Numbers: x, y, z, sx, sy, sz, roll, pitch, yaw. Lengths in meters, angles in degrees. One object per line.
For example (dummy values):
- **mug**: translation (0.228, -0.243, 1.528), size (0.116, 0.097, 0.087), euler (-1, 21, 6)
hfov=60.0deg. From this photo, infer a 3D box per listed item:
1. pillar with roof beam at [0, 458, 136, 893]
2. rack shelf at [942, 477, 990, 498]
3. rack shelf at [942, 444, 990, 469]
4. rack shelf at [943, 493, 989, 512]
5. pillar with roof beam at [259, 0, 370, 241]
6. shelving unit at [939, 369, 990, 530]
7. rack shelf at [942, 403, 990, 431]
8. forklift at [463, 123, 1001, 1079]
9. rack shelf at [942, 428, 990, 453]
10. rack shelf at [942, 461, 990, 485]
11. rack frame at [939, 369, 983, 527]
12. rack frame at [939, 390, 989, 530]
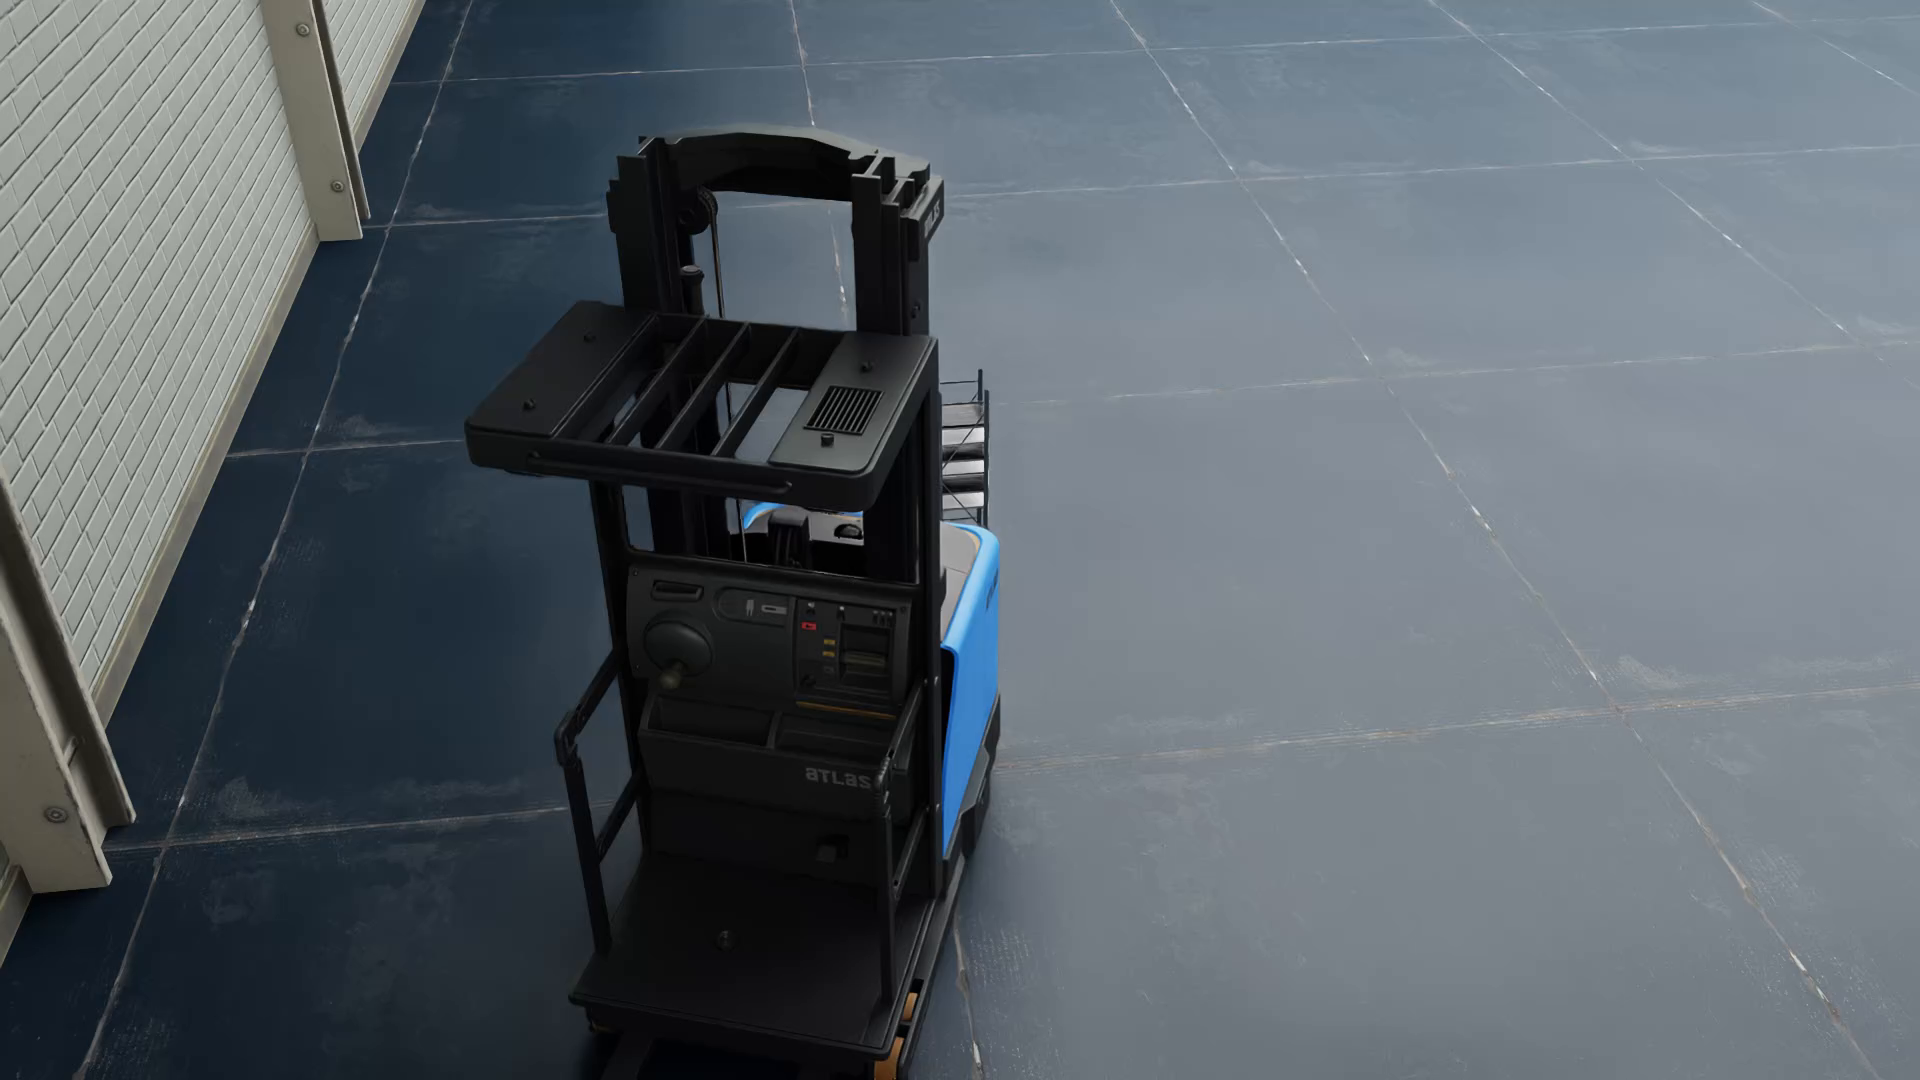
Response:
- **pillar with roof beam**: translation (0.851, -2.828, 4.409), size (9.100, 9.000, 0.400), euler (-4, 35, -6)
- **rack shelf**: translation (0.001, -0.265, 8.059), size (0.258, 0.077, 0.200), euler (-4, 35, -6)
- **rack shelf**: translation (0.001, -0.414, 7.958), size (0.258, 0.077, 0.200), euler (-4, 35, -6)
- **rack shelf**: translation (0.001, -0.191, 8.110), size (0.258, 0.077, 0.200), euler (-4, 35, -6)
- **pillar with roof beam**: translation (0.044, -6.176, 9.322), size (9.100, 9.000, 0.400), euler (-4, 35, -6)
- **shelving unit**: translation (0.001, -0.367, 7.990), size (0.258, 0.900, 0.210), euler (-4, 35, -6)
- **rack shelf**: translation (0.001, -0.563, 7.857), size (0.258, 0.077, 0.200), euler (-4, 35, -6)
- **forklift**: translation (-0.655, 0.378, 5.093), size (1.130, 2.935, 3.031), euler (7, 35, 10)
- **rack shelf**: translation (0.001, -0.489, 7.907), size (0.258, 0.077, 0.200), euler (-4, 35, -6)
- **rack shelf**: translation (0.001, -0.340, 8.009), size (0.258, 0.077, 0.200), euler (-4, 35, -6)
- **rack frame**: translation (-0.013, -0.424, 8.073), size (0.240, 0.900, 0.006), euler (-4, 35, -6)
- **rack frame**: translation (0.015, -0.311, 7.907), size (0.240, 0.900, 0.006), euler (-4, 35, -6)
